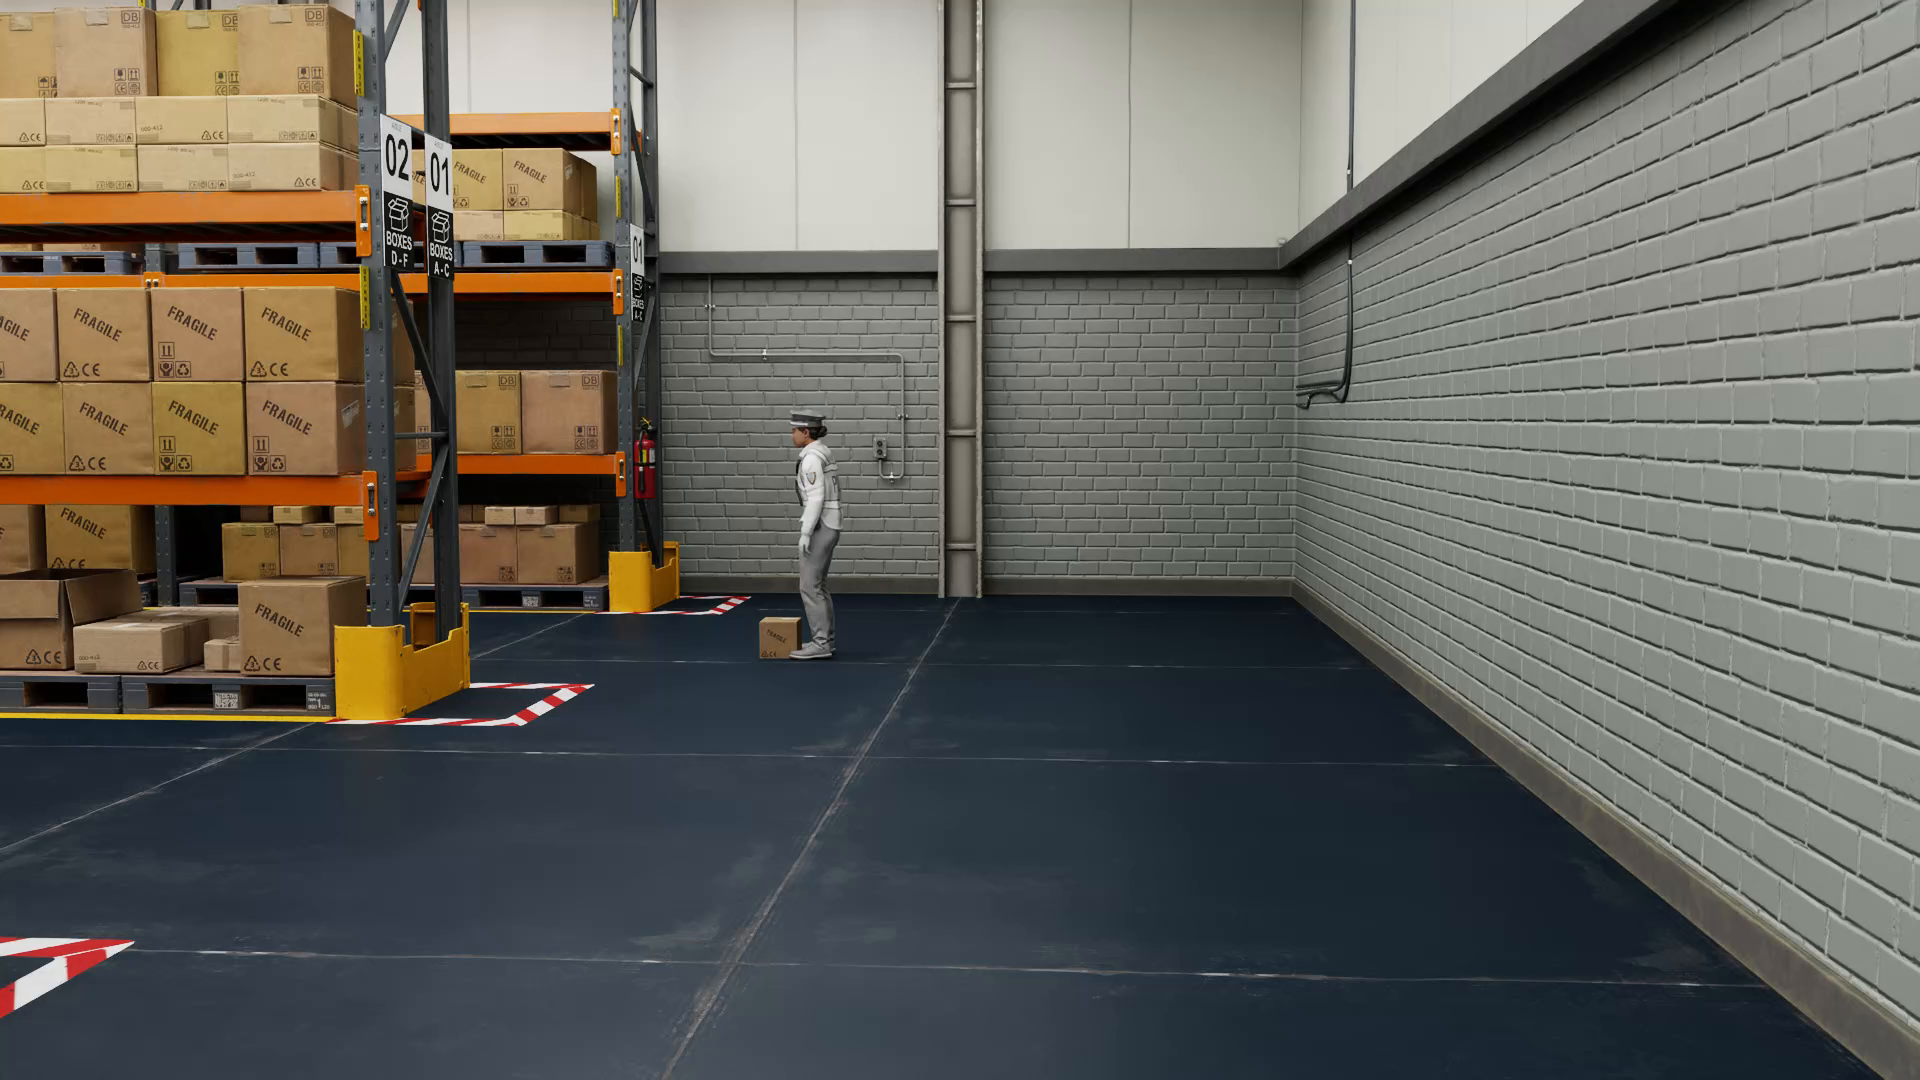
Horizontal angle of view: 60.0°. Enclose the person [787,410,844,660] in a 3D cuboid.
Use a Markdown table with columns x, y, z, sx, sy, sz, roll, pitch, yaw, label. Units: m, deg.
| x | y | z | sx | sy | sz | roll | pitch | yaw | label |
| --- | --- | --- | --- | --- | --- | --- | --- | --- | --- |
| -0.969 | -0.043 | 11.177 | 0.371 | 1.663 | 0.530 | 0 | 4 | 4 | person |
